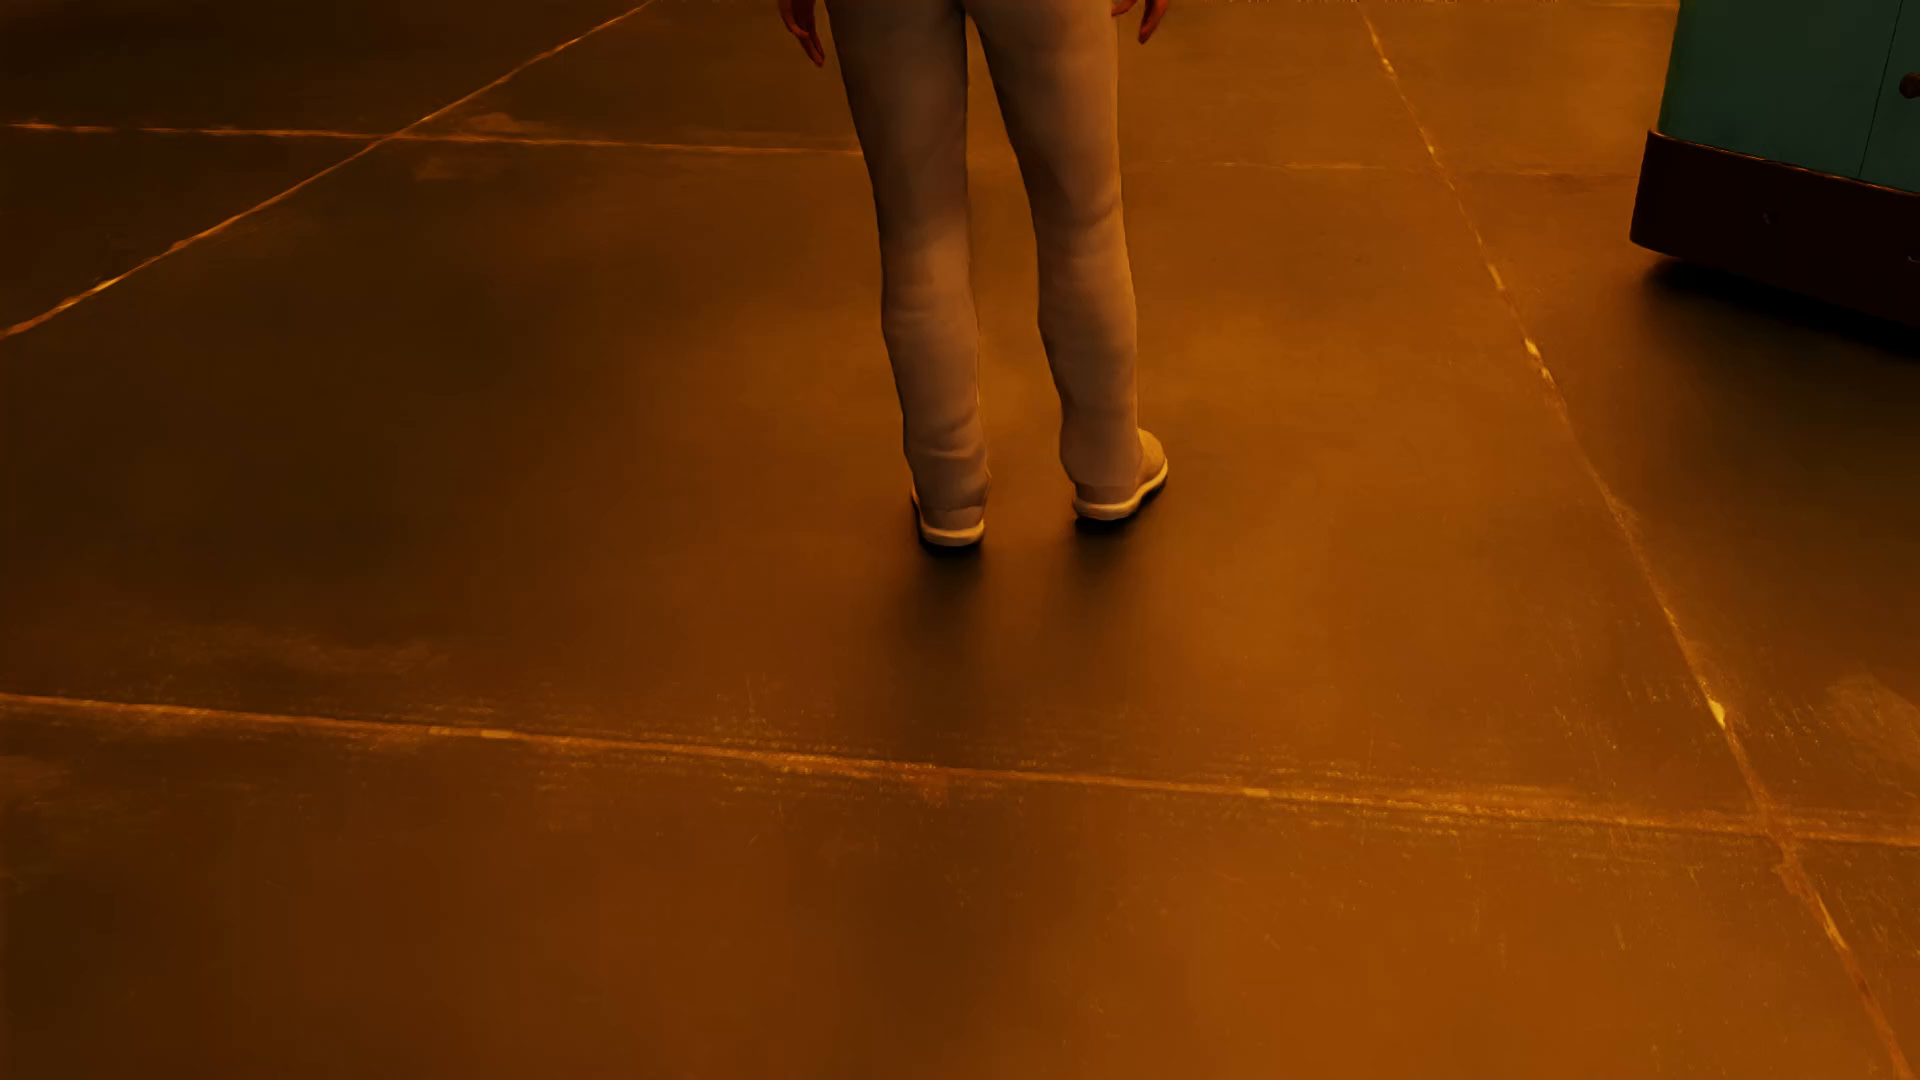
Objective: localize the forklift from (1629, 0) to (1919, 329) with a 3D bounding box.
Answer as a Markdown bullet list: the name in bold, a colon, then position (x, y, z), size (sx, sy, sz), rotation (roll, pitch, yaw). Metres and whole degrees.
- **forklift**: position (3.001, -2.069, 3.365), size (3.031, 2.935, 1.130), rotation (-15, 30, -28)

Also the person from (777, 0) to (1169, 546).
- **person**: position (0.029, -0.797, 2.182), size (0.570, 1.695, 0.529), rotation (3, 27, 7)
